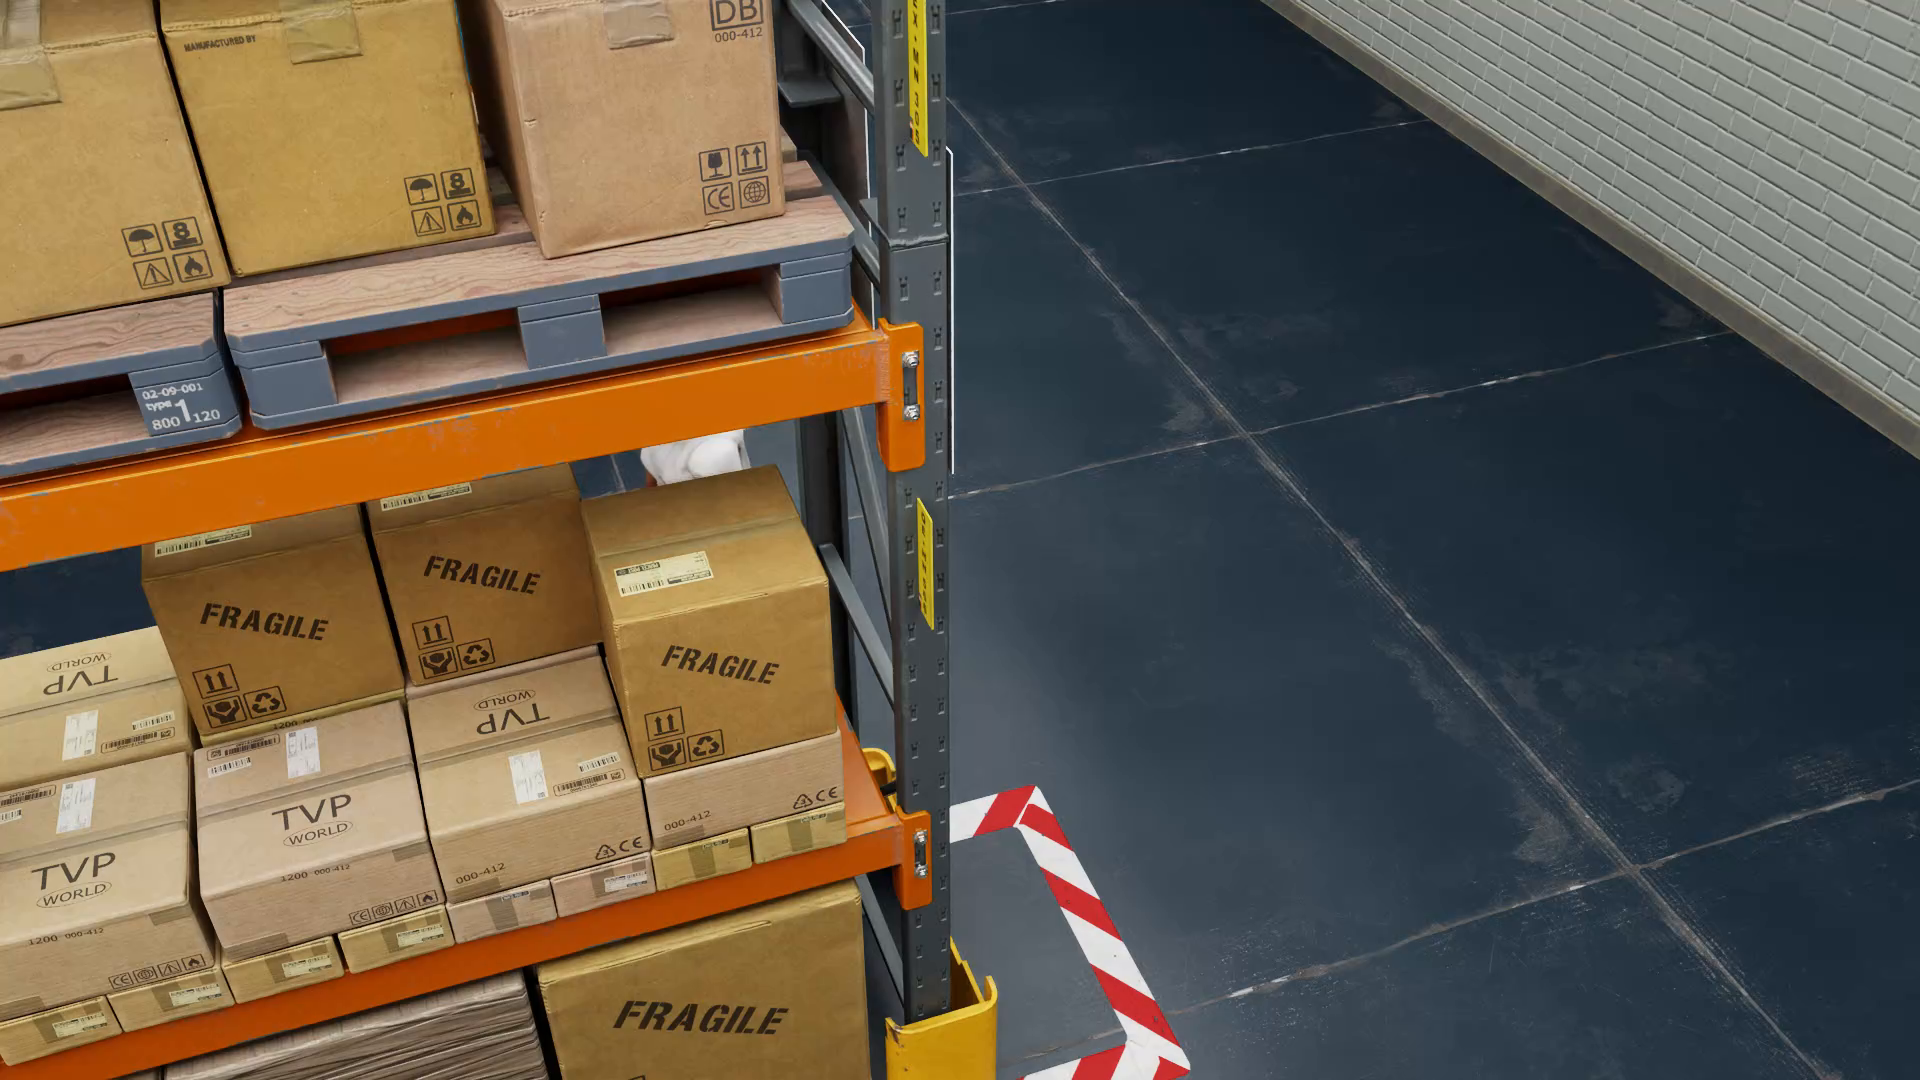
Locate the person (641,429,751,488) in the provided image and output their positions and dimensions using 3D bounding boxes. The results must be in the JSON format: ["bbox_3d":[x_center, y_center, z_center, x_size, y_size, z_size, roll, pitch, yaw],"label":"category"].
[{"bbox_3d":[-0.988,0.000,6.137,0.460,1.759,0.630,-26,44,-30],"label":"person"}]
